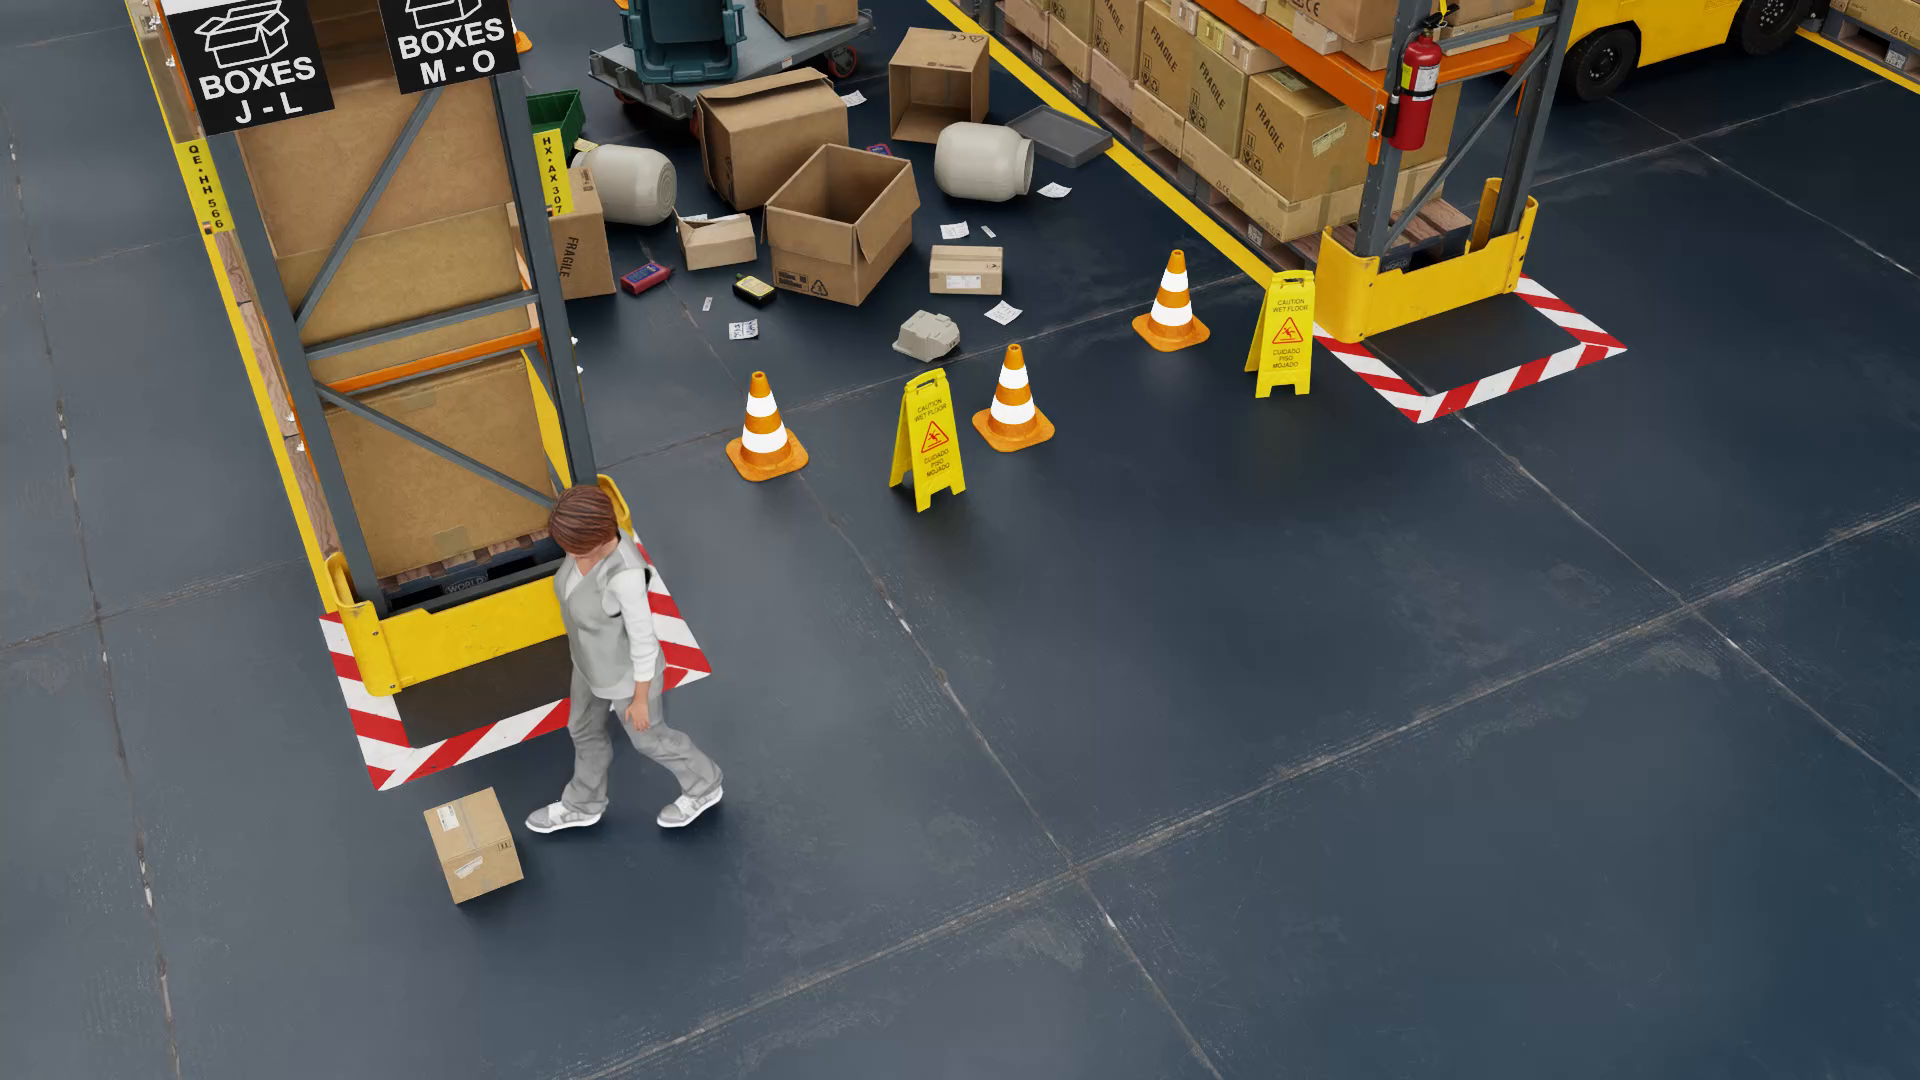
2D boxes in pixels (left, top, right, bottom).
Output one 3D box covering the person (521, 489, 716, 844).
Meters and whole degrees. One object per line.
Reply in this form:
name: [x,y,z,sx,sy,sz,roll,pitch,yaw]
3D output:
person: [-1.245,0.468,5.628,0.689,1.569,0.448,-23,47,-23]
